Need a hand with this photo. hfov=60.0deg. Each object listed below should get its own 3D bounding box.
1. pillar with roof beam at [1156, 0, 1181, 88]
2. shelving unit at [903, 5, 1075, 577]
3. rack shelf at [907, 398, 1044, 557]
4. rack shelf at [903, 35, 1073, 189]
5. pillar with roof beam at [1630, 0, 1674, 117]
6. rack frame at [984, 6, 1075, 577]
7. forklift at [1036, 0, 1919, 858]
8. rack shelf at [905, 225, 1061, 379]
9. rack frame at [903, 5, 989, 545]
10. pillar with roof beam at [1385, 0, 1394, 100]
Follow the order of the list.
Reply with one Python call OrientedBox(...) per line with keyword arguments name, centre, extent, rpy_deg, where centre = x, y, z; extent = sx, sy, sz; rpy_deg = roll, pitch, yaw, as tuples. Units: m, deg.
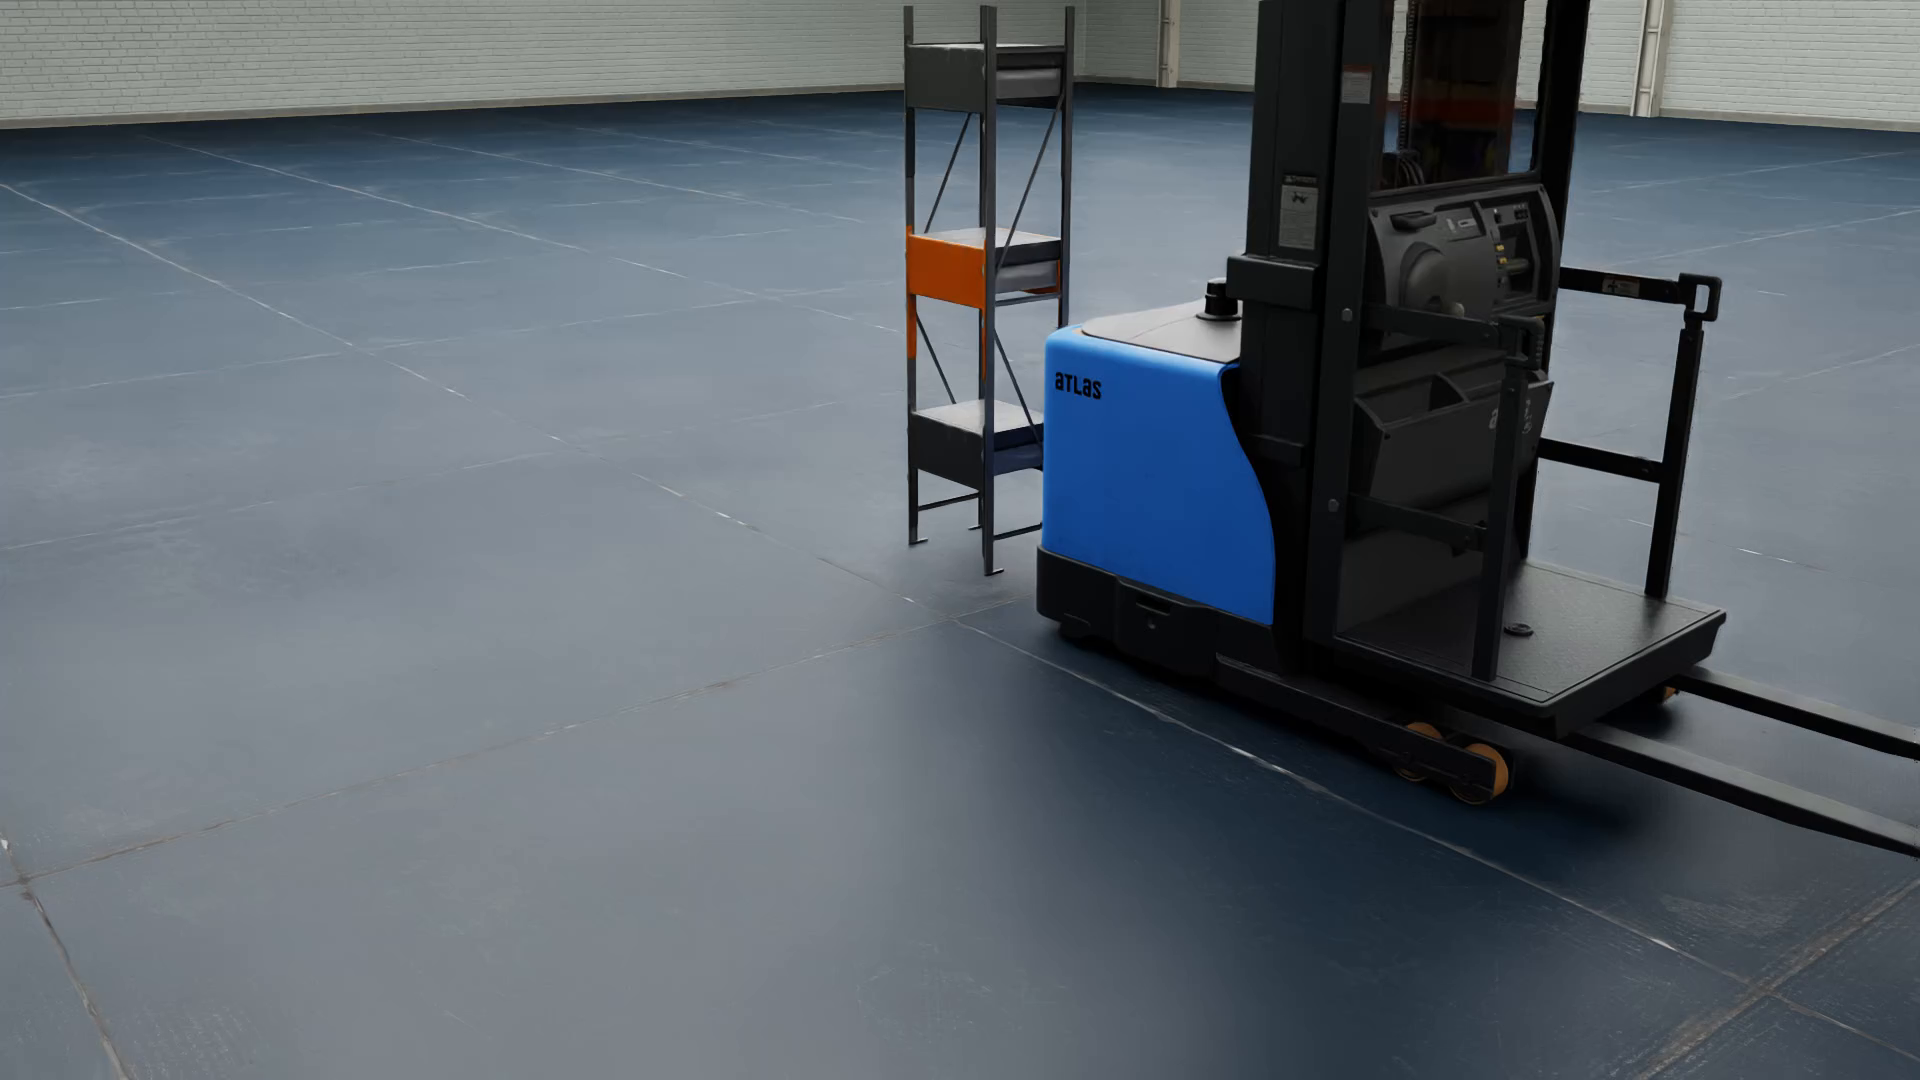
OrientedBox(name="pillar with roof beam", centre=(1.434, -13.977, 34.757), extent=(9.100, 9.000, 0.400), rpy_deg=(-14, 23, -36))
OrientedBox(name="shelving unit", centre=(0.103, -0.956, 6.409), extent=(0.431, 2.100, 0.503), rpy_deg=(-14, 23, -36))
OrientedBox(name="rack shelf", centre=(0.103, -0.279, 6.634), extent=(0.431, 0.518, 0.480), rpy_deg=(-14, 23, -36))
OrientedBox(name="rack shelf", centre=(0.103, -1.608, 6.193), extent=(0.431, 0.518, 0.480), rpy_deg=(-14, 23, -36))
OrientedBox(name="pillar with roof beam", centre=(8.884, -11.020, 25.827), extent=(9.100, 9.000, 0.400), rpy_deg=(-14, 23, -36))
OrientedBox(name="rack frame", centre=(0.254, -0.896, 6.228), extent=(0.400, 2.100, 0.015), rpy_deg=(-14, 23, -36))
OrientedBox(name="forklift", centre=(1.627, -0.835, 4.720), extent=(1.130, 2.935, 3.031), rpy_deg=(-16, 24, -39))
OrientedBox(name="rack shelf", centre=(0.103, -0.943, 6.414), extent=(0.431, 0.518, 0.480), rpy_deg=(-14, 23, -36))
OrientedBox(name="rack frame", centre=(-0.049, -1.016, 6.591), extent=(0.400, 2.100, 0.015), rpy_deg=(-14, 23, -36))
OrientedBox(name="pillar with roof beam", centre=(5.159, -12.499, 30.292), extent=(9.100, 9.000, 0.400), rpy_deg=(-14, 23, -36))
